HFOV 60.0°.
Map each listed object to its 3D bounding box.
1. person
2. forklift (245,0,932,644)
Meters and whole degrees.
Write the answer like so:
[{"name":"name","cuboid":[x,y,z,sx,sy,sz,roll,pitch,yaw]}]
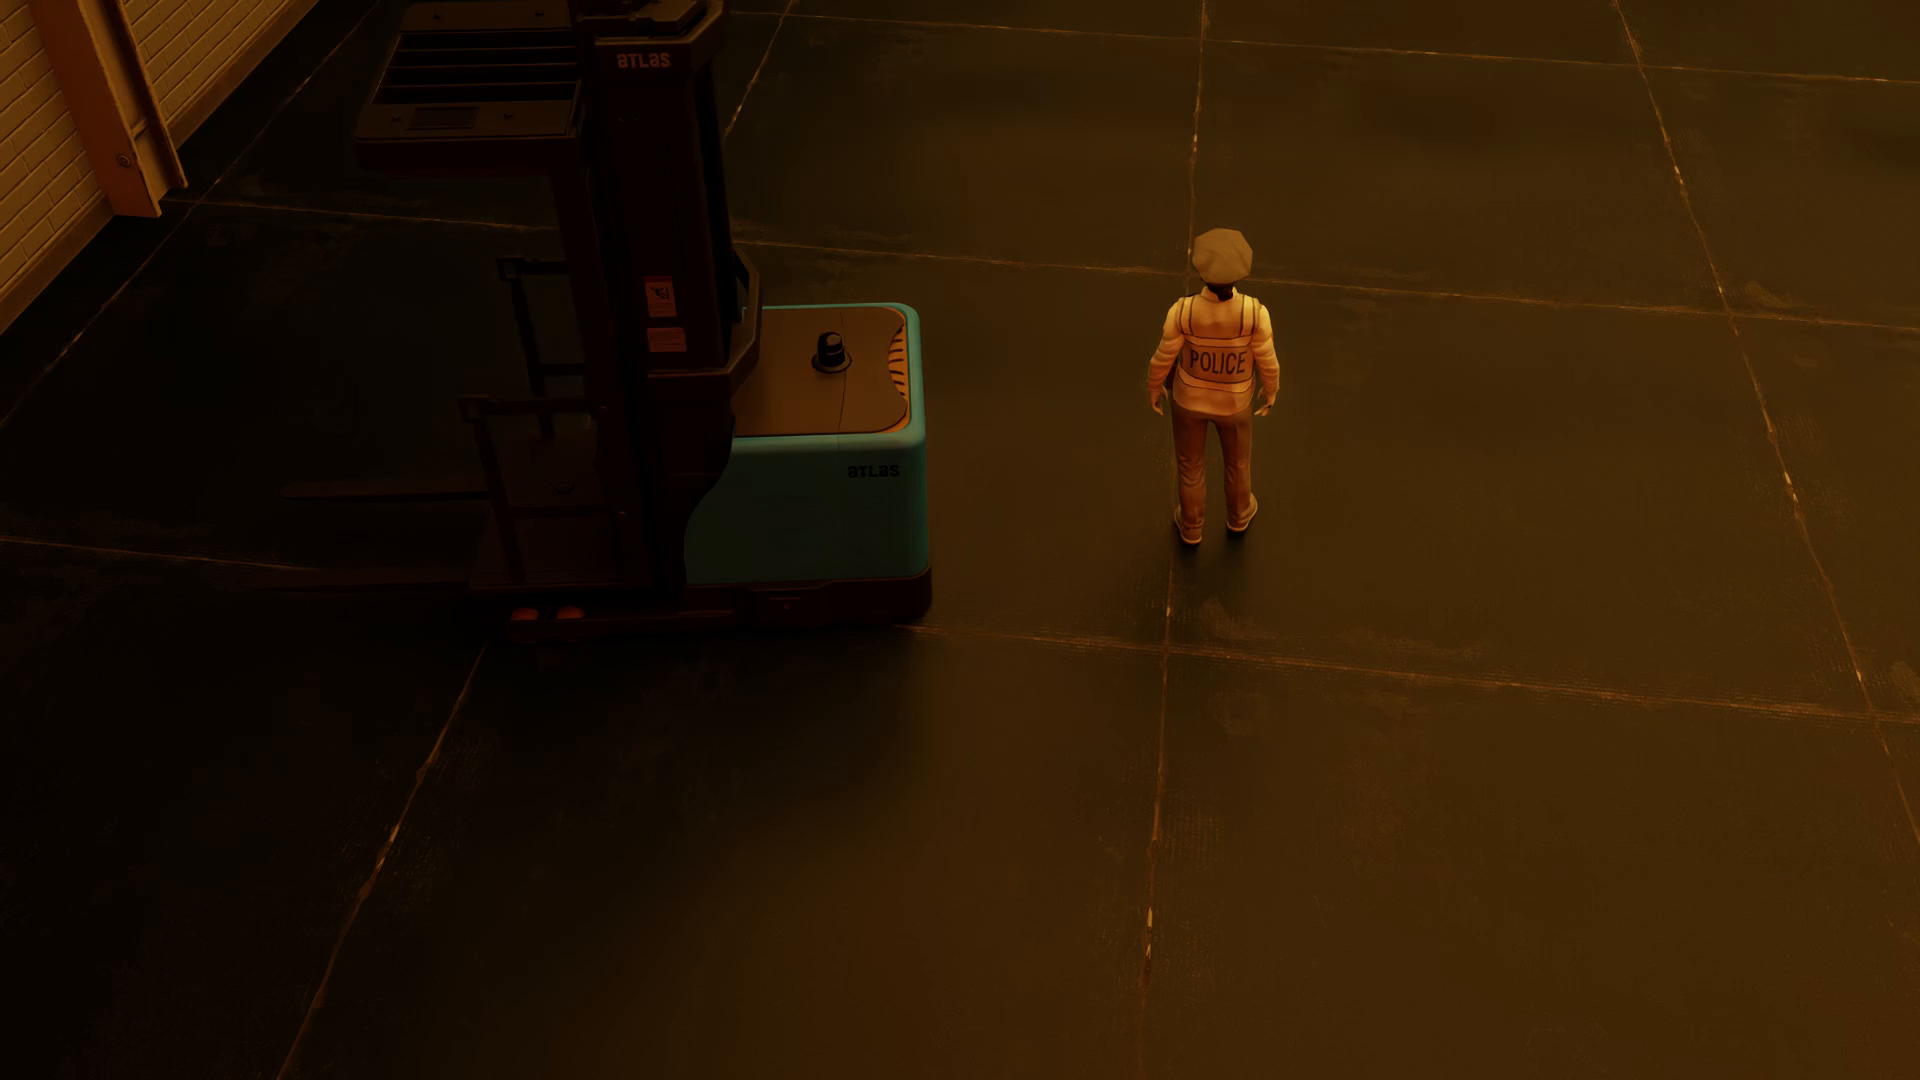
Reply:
[{"name":"person","cuboid":[1.119,-0.677,7.365,0.590,1.696,0.531,5,43,6]},{"name":"forklift","cuboid":[-1.662,-0.987,6.799,3.031,2.935,1.130,-2,43,-2]}]
